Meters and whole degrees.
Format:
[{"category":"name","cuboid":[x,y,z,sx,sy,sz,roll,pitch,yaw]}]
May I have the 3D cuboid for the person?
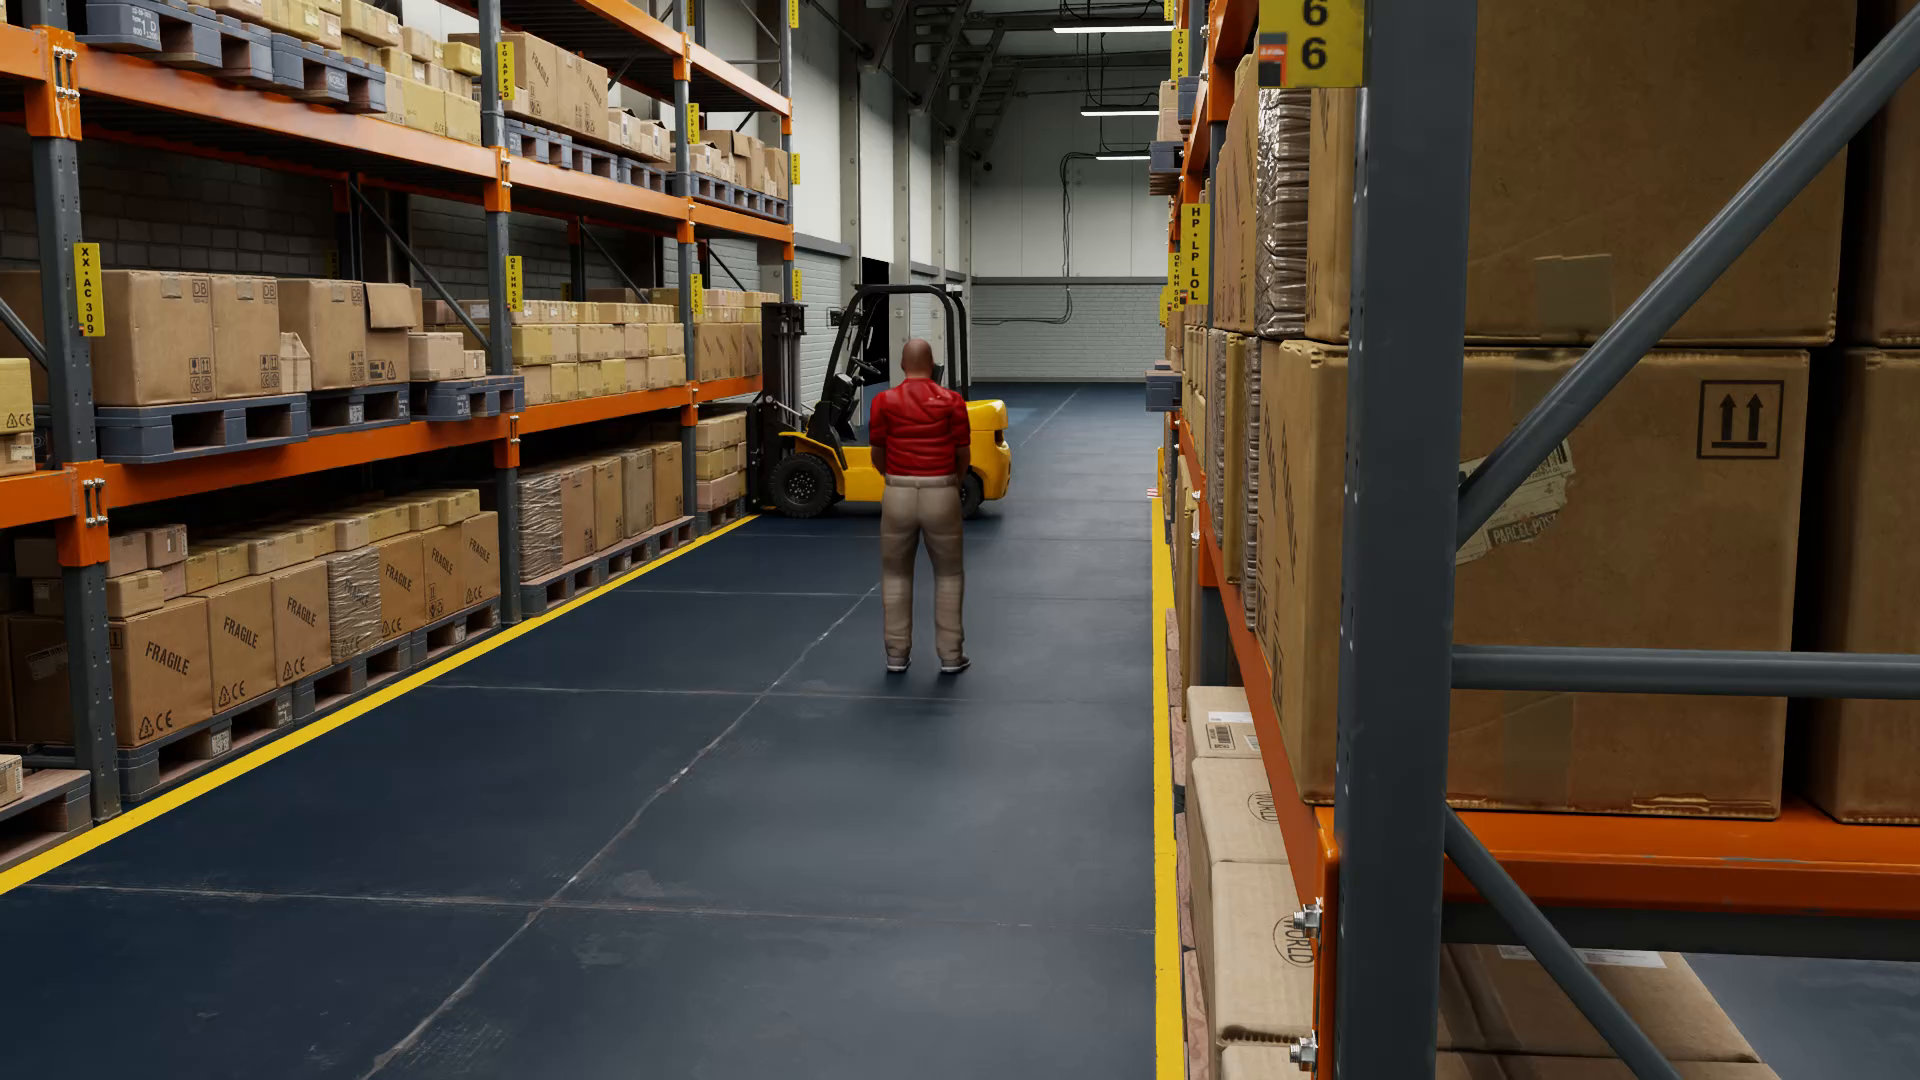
[{"category":"person","cuboid":[-0.200,-0.185,8.723,0.527,1.732,0.496,1,8,6]}]
